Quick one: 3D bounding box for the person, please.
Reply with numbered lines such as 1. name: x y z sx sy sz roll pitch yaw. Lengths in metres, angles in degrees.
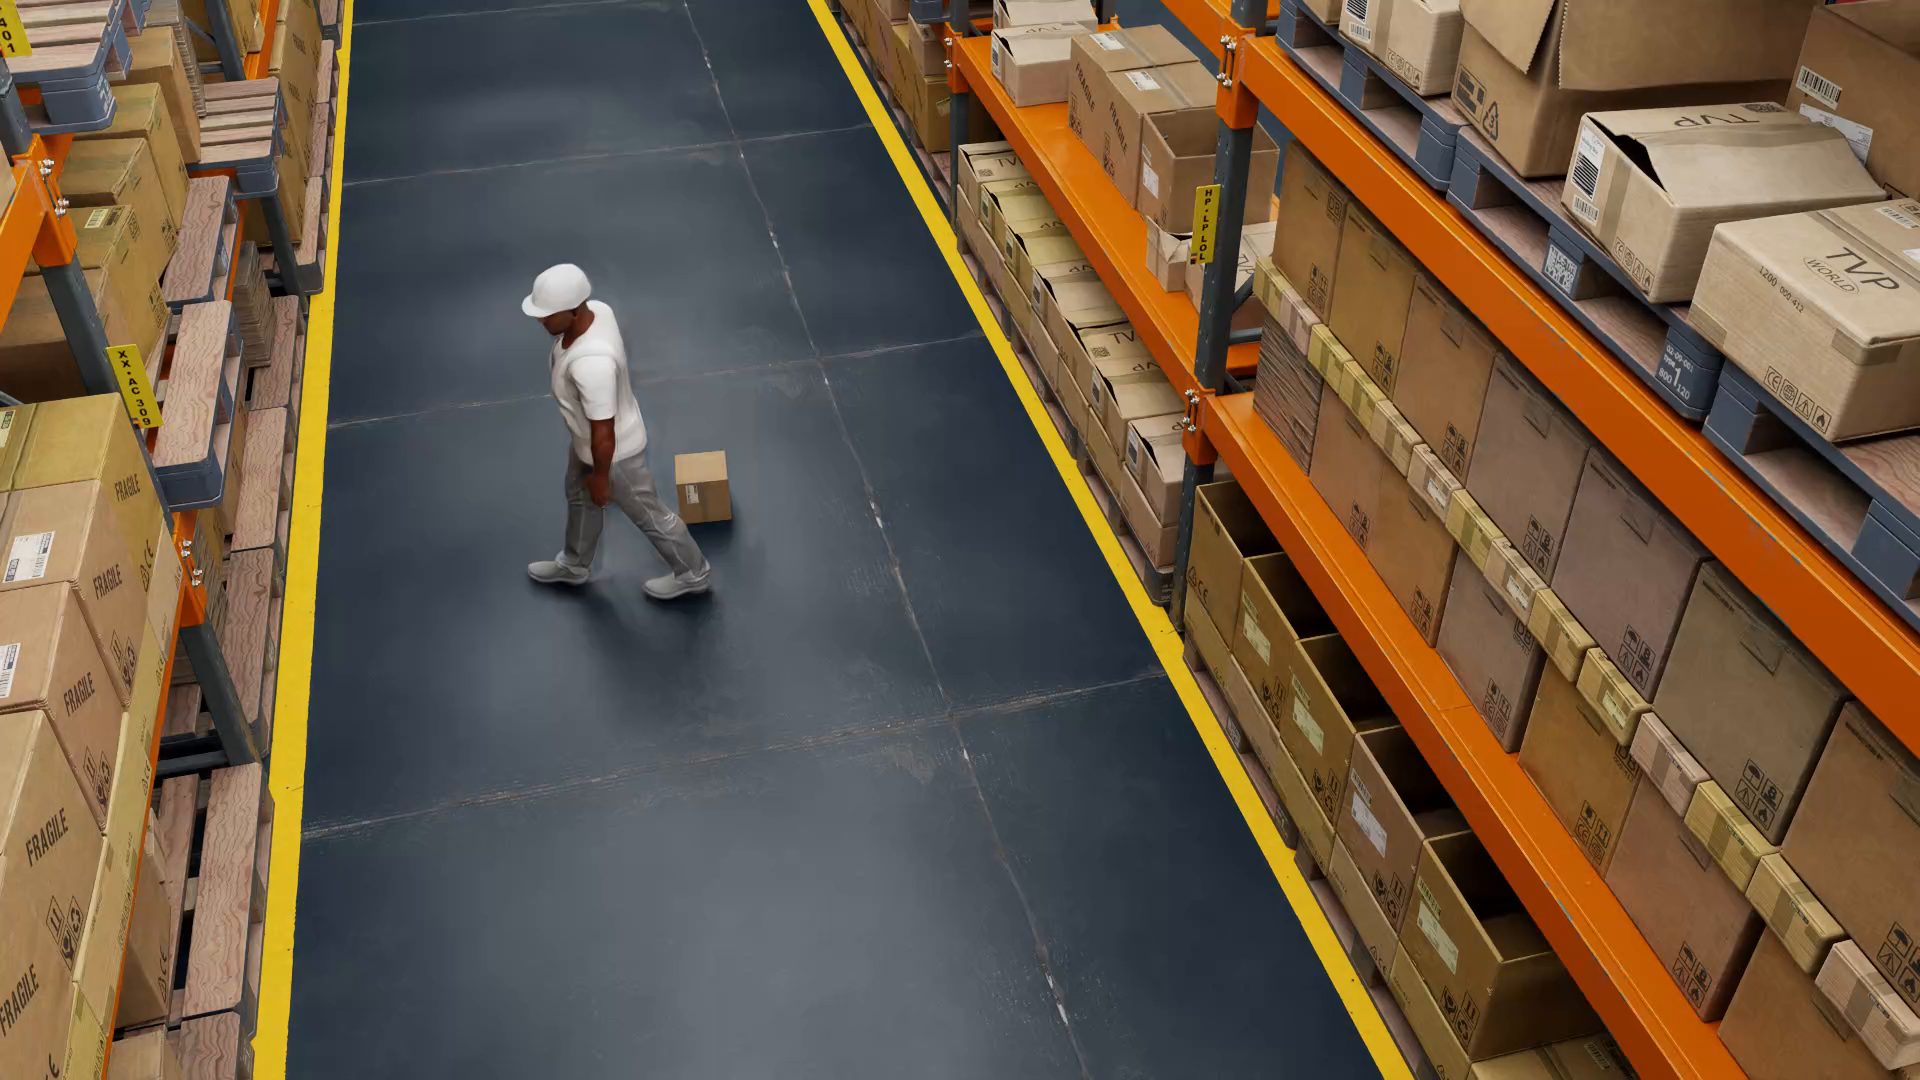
1. person: -1.579 -0.440 7.246 0.835 1.741 0.620 -10 39 -13
